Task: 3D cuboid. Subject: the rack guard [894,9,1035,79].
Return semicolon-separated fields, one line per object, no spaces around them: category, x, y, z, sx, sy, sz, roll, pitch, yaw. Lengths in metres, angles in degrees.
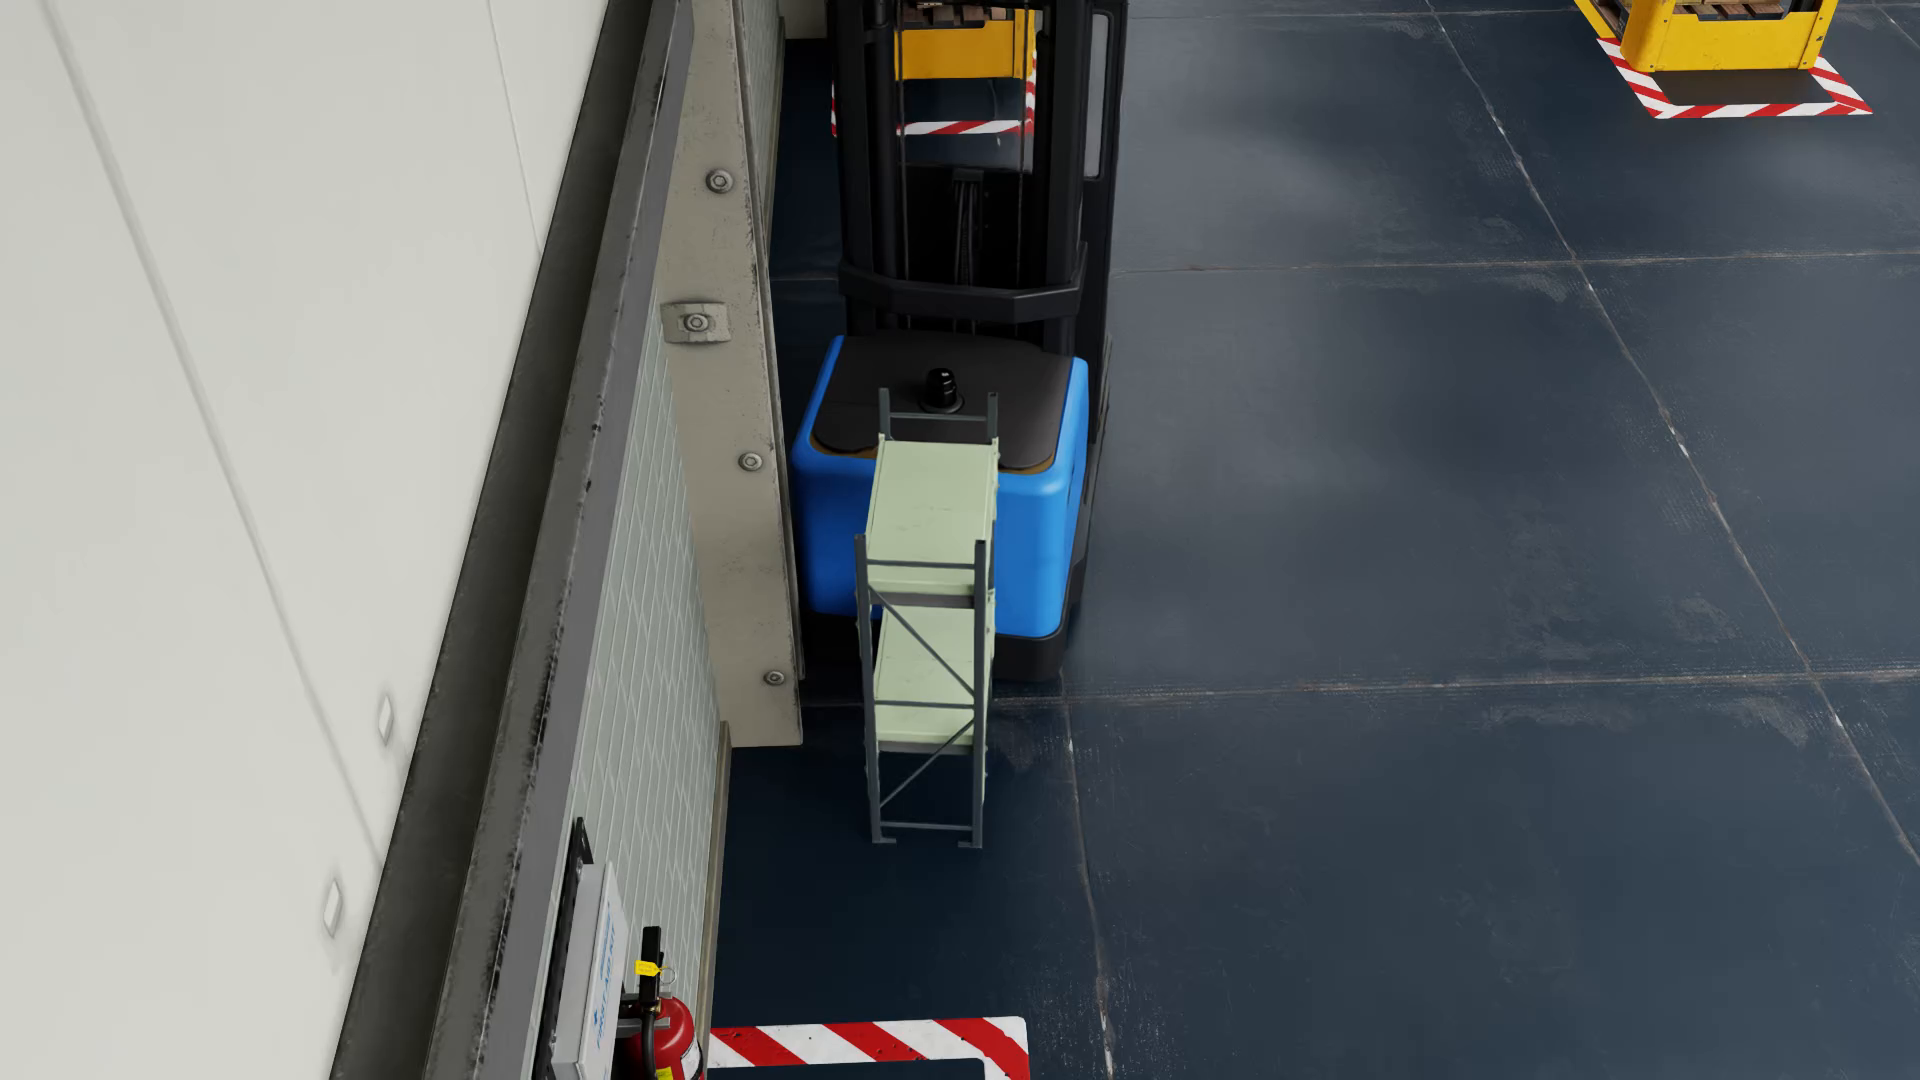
rack guard;-0.132;-3.182;10.351;1.175;0.500;0.348;-2;43;-2

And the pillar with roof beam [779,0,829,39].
pillar with roof beam;3.278;-6.835;8.047;9.100;9.000;0.400;-2;43;-2

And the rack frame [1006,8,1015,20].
rack frame;-0.129;-4.052;9.451;1.000;3.000;0.127;-2;43;-2

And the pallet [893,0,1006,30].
pallet;-0.132;-3.625;11.048;1.003;0.211;1.213;-2;43;-2

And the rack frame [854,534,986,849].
rack frame;-0.120;0.551;5.539;0.400;1.500;0.023;2;43;3

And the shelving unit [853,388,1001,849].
shelving unit;-0.097;0.304;5.808;0.431;1.500;0.755;2;43;3

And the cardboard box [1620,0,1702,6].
cardboard box;4.502;-3.691;10.781;0.500;0.250;0.500;-2;43;-2

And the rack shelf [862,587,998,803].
rack shelf;-0.097;0.545;6.028;0.431;0.370;0.720;2;43;3

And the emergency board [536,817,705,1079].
emergency board;-0.702;1.220;3.699;0.194;1.169;0.643;-2;43;-2

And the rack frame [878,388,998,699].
rack frame;-0.074;0.058;6.077;0.400;1.500;0.023;2;43;3

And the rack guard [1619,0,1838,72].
rack guard;4.821;-3.259;10.435;1.175;0.500;0.348;-2;43;-2

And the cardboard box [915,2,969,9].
cardboard box;-0.069;-3.693;10.723;0.500;0.311;0.500;-6;43;-7

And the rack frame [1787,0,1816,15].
rack frame;4.820;-4.197;9.608;1.000;3.000;0.127;-2;43;-2

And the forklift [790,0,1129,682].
forklift;0.104;-1.523;6.743;1.130;2.935;3.031;6;43;7

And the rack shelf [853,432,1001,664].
rack shelf;-0.097;0.017;5.544;0.431;0.370;0.720;2;43;3

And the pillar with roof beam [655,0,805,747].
pillar with roof beam;3.533;-2.784;3.628;9.100;9.000;0.400;-2;43;-2

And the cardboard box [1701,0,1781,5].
cardboard box;5.019;-3.706;10.797;0.500;0.250;0.500;-2;43;-2

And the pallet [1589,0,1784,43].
pallet;4.746;-3.684;11.112;1.003;0.211;1.213;-2;43;-2
